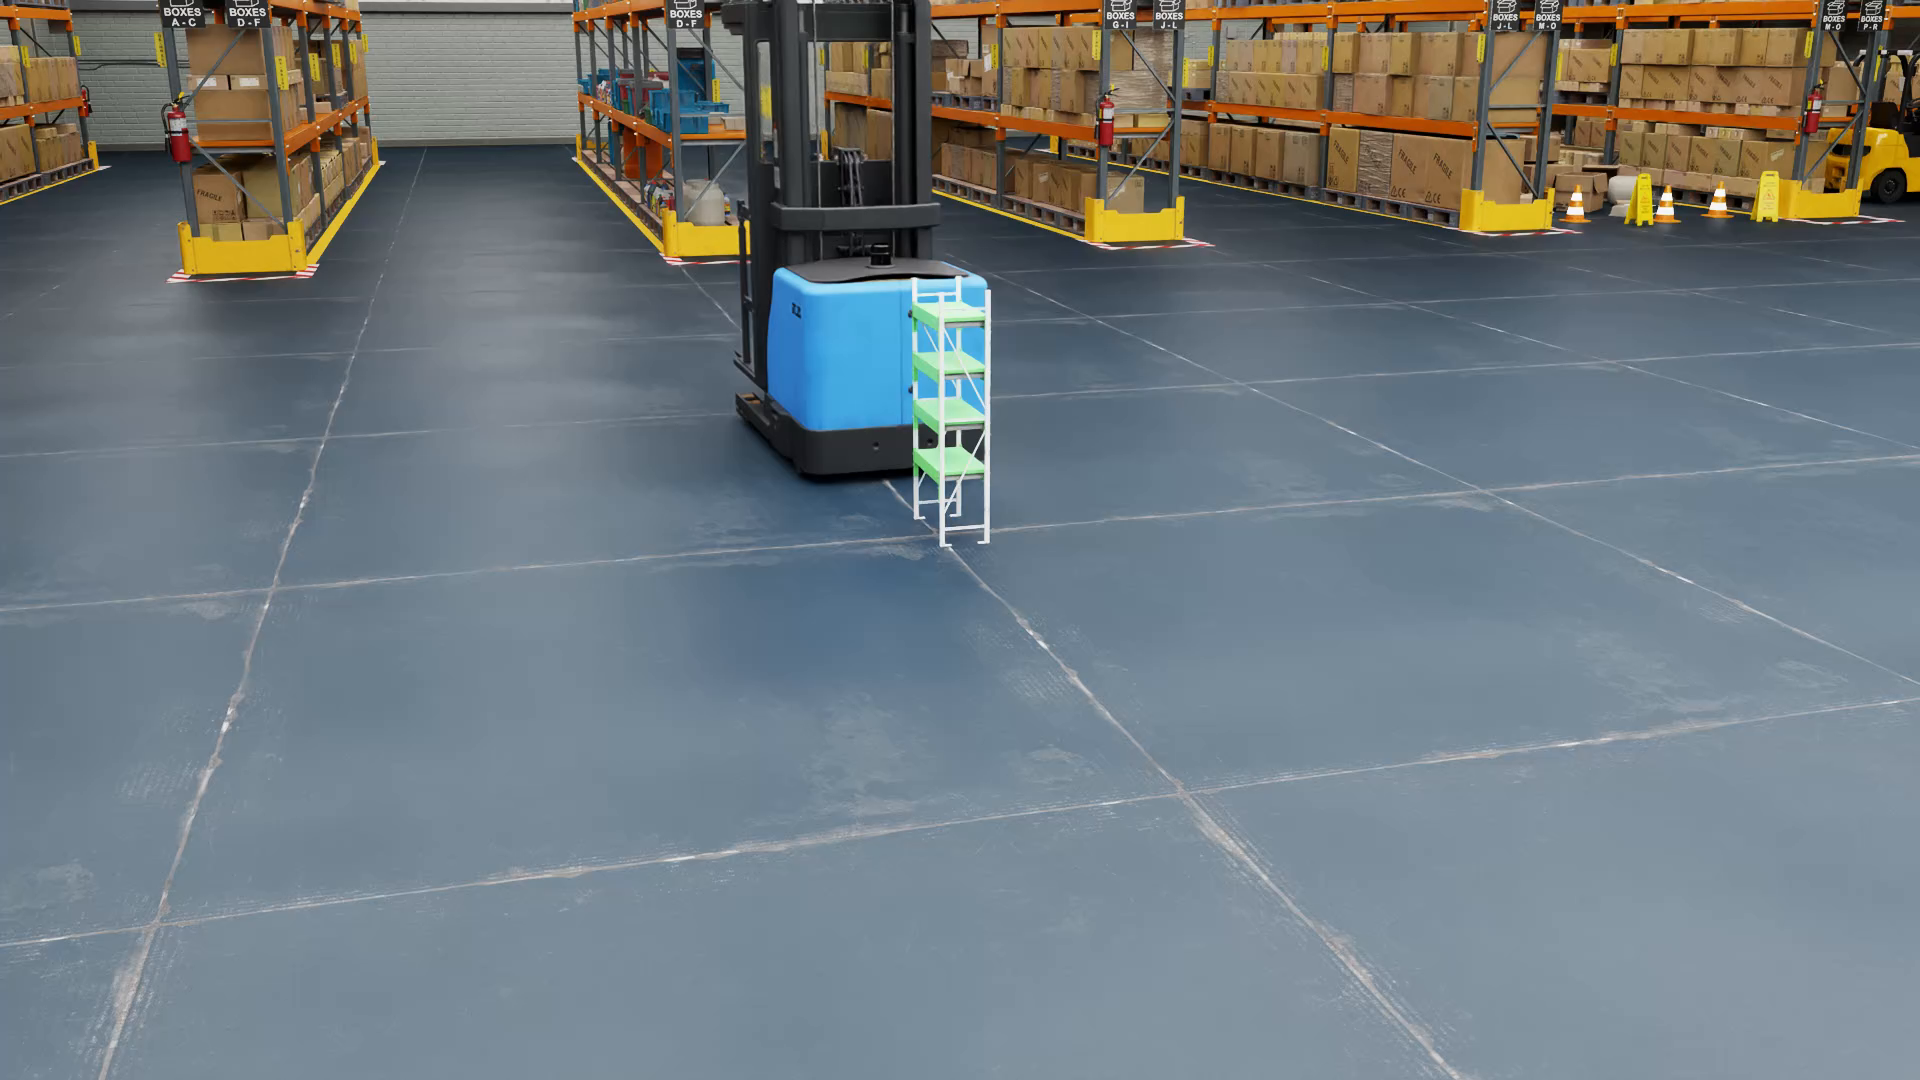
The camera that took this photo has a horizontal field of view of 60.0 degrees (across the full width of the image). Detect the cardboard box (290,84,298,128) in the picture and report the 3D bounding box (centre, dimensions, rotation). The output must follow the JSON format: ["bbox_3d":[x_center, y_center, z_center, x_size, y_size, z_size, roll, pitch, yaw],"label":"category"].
[{"bbox_3d":[-8.237,-5.131,19.646,0.700,0.500,0.500,-5,17,-16],"label":"cardboard box"}]

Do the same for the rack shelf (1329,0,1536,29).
[{"bbox_3d":[6.356,-7.036,22.198,1.077,0.370,4.000,-5,17,-15],"label":"rack shelf"}]

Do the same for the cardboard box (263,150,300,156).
[{"bbox_3d":[-9.754,-5.442,23.930,0.500,0.311,0.500,-4,17,-13],"label":"cardboard box"}]

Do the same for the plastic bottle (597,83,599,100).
[{"bbox_3d":[-6.224,-7.726,28.662,0.061,0.283,0.133,-5,17,-15],"label":"plastic bottle"}]

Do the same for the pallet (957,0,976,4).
[{"bbox_3d":[0.655,-7.945,24.301,1.213,0.211,1.003,-5,17,-15],"label":"pallet"}]

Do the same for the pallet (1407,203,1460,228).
[{"bbox_3d":[6.611,-4.270,21.801,1.003,0.211,1.213,-5,17,-15],"label":"pallet"}]

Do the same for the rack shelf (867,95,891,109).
[{"bbox_3d":[-0.639,-7.448,28.784,1.077,0.370,4.000,-5,17,-15],"label":"rack shelf"}]

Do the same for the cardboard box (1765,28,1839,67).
[{"bbox_3d":[11.287,-6.603,22.292,0.700,0.500,0.500,-5,17,-17],"label":"cardboard box"}]

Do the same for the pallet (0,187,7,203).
[{"bbox_3d":[-14.521,-4.953,24.074,1.003,0.211,1.213,-5,17,-15],"label":"pallet"}]

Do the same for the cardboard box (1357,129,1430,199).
[{"bbox_3d":[6.164,-5.252,23.186,0.875,0.875,0.875,-5,17,-15],"label":"cardboard box"}]

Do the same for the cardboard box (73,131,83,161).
[{"bbox_3d":[-16.287,-7.096,29.975,0.700,0.500,0.500,-5,17,-15],"label":"cardboard box"}]

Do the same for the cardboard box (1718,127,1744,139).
[{"bbox_3d":[10.935,-5.731,23.436,0.380,0.149,0.250,-4,17,-14],"label":"cardboard box"}]

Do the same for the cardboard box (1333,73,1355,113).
[{"bbox_3d":[5.920,-6.468,24.009,0.875,0.550,0.550,-5,17,-15],"label":"cardboard box"}]

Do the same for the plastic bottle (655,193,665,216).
[{"bbox_3d":[-3.660,-4.125,20.440,0.152,0.276,0.135,-5,17,-17],"label":"plastic bottle"}]

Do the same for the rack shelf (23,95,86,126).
[{"bbox_3d":[-16.026,-7.380,28.556,1.077,0.370,4.000,-5,17,-15],"label":"rack shelf"}]

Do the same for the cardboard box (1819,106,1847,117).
[{"bbox_3d":[11.743,-5.800,22.483,0.380,0.149,0.250,-5,17,-15],"label":"cardboard box"}]

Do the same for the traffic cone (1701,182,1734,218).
[{"bbox_3d":[10.279,-4.612,22.501,0.336,0.463,0.334,-5,17,-15],"label":"traffic cone"}]

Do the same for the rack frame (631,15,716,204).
[{"bbox_3d":[-3.752,-5.741,21.852,1.000,3.000,0.127,-5,17,-15],"label":"rack frame"}]

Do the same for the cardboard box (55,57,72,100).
[{"bbox_3d":[-16.215,-8.080,29.117,0.980,0.700,0.700,-5,17,-16],"label":"cardboard box"}]

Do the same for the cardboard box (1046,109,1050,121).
[{"bbox_3d":[1.317,-5.450,21.318,0.380,0.149,0.250,-5,17,-15],"label":"cardboard box"}]

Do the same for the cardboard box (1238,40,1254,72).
[{"bbox_3d":[4.962,-7.866,27.011,0.700,0.500,0.500,-5,17,-16],"label":"cardboard box"}]

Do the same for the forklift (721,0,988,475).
[{"bbox_3d":[-0.776,-2.134,9.963,1.130,2.935,3.031,-5,18,-17],"label":"forklift"}]

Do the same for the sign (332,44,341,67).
[{"bbox_3d":[-9.082,-7.057,24.217,0.100,0.325,0.005,-5,17,-15],"label":"sign"}]

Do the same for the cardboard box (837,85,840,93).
[{"bbox_3d":[-2.223,-8.924,32.882,0.380,0.149,0.250,-5,17,-16],"label":"cardboard box"}]

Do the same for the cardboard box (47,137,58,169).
[{"bbox_3d":[-15.718,-6.529,28.089,0.700,0.500,0.500,-5,17,-16],"label":"cardboard box"}]

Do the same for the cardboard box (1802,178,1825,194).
[{"bbox_3d":[11.682,-4.939,23.231,0.500,0.250,0.500,-5,17,-16],"label":"cardboard box"}]

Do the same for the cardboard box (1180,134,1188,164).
[{"bbox_3d":[4.136,-6.913,29.366,0.500,0.500,0.500,-4,17,-13],"label":"cardboard box"}]

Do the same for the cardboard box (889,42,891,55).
[{"bbox_3d":[-0.828,-8.507,29.142,0.797,0.503,0.637,-5,17,-15],"label":"cardboard box"}]

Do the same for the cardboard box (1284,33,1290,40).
[{"bbox_3d":[7.174,-10.805,35.670,0.380,0.149,0.250,-4,17,-14],"label":"cardboard box"}]

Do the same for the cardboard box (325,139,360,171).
[{"bbox_3d":[-10.175,-6.326,27.378,0.500,0.500,0.500,-5,17,-15],"label":"cardboard box"}]

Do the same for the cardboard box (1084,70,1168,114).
[{"bbox_3d":[1.985,-5.371,19.928,0.875,0.500,0.500,-5,17,-15],"label":"cardboard box"}]

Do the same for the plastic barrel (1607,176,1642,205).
[{"bbox_3d":[9.614,-5.028,23.954,0.512,0.421,0.421,7,18,23],"label":"plastic barrel"}]

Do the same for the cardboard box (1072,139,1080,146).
[{"bbox_3d":[2.536,-8.269,34.490,0.380,0.149,0.250,-4,17,-15],"label":"cardboard box"}]

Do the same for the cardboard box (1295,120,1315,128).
[{"bbox_3d":[7.778,-8.783,35.700,0.875,0.438,0.875,-4,17,-14],"label":"cardboard box"}]

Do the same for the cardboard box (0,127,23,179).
[{"bbox_3d":[-14.926,-5.927,25.478,0.750,0.750,0.750,-4,17,-14],"label":"cardboard box"}]

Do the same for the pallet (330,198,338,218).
[{"bbox_3d":[-9.095,-4.554,22.746,1.003,0.211,1.213,-5,17,-15],"label":"pallet"}]

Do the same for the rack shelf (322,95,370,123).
[{"bbox_3d":[-11.264,-7.772,29.863,1.077,0.370,4.000,-5,17,-15],"label":"rack shelf"}]

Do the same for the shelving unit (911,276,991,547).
[{"bbox_3d":[-0.045,-0.620,7.932,0.258,1.200,0.503,-5,17,-15],"label":"shelving unit"}]

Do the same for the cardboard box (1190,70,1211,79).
[{"bbox_3d":[4.134,-7.927,28.319,0.380,0.149,0.250,-4,17,-14],"label":"cardboard box"}]

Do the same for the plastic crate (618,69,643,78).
[{"bbox_3d":[-5.955,-8.280,30.089,0.402,0.464,0.583,-5,17,-15],"label":"plastic crate"}]

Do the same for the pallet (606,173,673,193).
[{"bbox_3d":[-5.108,-5.727,26.651,1.003,0.211,1.213,-5,17,-15],"label":"pallet"}]

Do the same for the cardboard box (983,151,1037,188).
[{"bbox_3d":[0.749,-5.451,24.467,0.700,0.500,0.500,-5,17,-16],"label":"cardboard box"}]

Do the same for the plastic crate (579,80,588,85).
[{"bbox_3d":[-7.118,-8.733,31.997,0.416,0.233,0.300,-5,17,-15],"label":"plastic crate"}]

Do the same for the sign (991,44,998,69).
[{"bbox_3d":[0.477,-6.643,22.839,0.100,0.325,0.005,-5,17,-15],"label":"sign"}]

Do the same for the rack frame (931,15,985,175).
[{"bbox_3d":[-0.089,-7.239,26.839,1.000,3.000,0.127,-5,17,-15],"label":"rack frame"}]

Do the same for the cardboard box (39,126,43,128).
[{"bbox_3d":[-16.235,-7.145,29.013,0.380,0.149,0.250,-4,17,-14],"label":"cardboard box"}]

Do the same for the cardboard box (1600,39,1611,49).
[{"bbox_3d":[10.352,-8.069,27.052,0.380,0.149,0.250,-4,17,-12],"label":"cardboard box"}]

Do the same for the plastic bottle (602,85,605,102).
[{"bbox_3d":[-5.872,-7.416,27.643,0.152,0.276,0.135,-5,17,-15],"label":"plastic bottle"}]

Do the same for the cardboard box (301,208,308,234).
[{"bbox_3d":[-7.628,-3.571,18.675,0.500,0.250,0.500,-5,17,-15],"label":"cardboard box"}]

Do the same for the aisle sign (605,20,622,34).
[{"bbox_3d":[-6.788,-10.349,32.671,0.394,0.787,0.004,-5,17,-15],"label":"aisle sign"}]

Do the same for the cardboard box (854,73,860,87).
[{"bbox_3d":[-1.707,-8.661,31.314,0.500,0.250,0.500,-4,17,-14],"label":"cardboard box"}]

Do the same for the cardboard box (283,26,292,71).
[{"bbox_3d":[-8.248,-5.758,19.478,0.700,0.500,0.500,-5,17,-15],"label":"cardboard box"}]

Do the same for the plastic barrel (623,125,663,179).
[{"bbox_3d":[-5.002,-6.144,26.233,0.600,0.830,0.708,-5,17,-15],"label":"plastic barrel"}]

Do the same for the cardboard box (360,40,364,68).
[{"bbox_3d":[-11.287,-8.956,30.641,0.500,0.500,0.500,-4,17,-14],"label":"cardboard box"}]

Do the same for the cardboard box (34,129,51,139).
[{"bbox_3d":[-15.502,-6.810,27.896,0.380,0.149,0.250,-4,17,-13],"label":"cardboard box"}]
